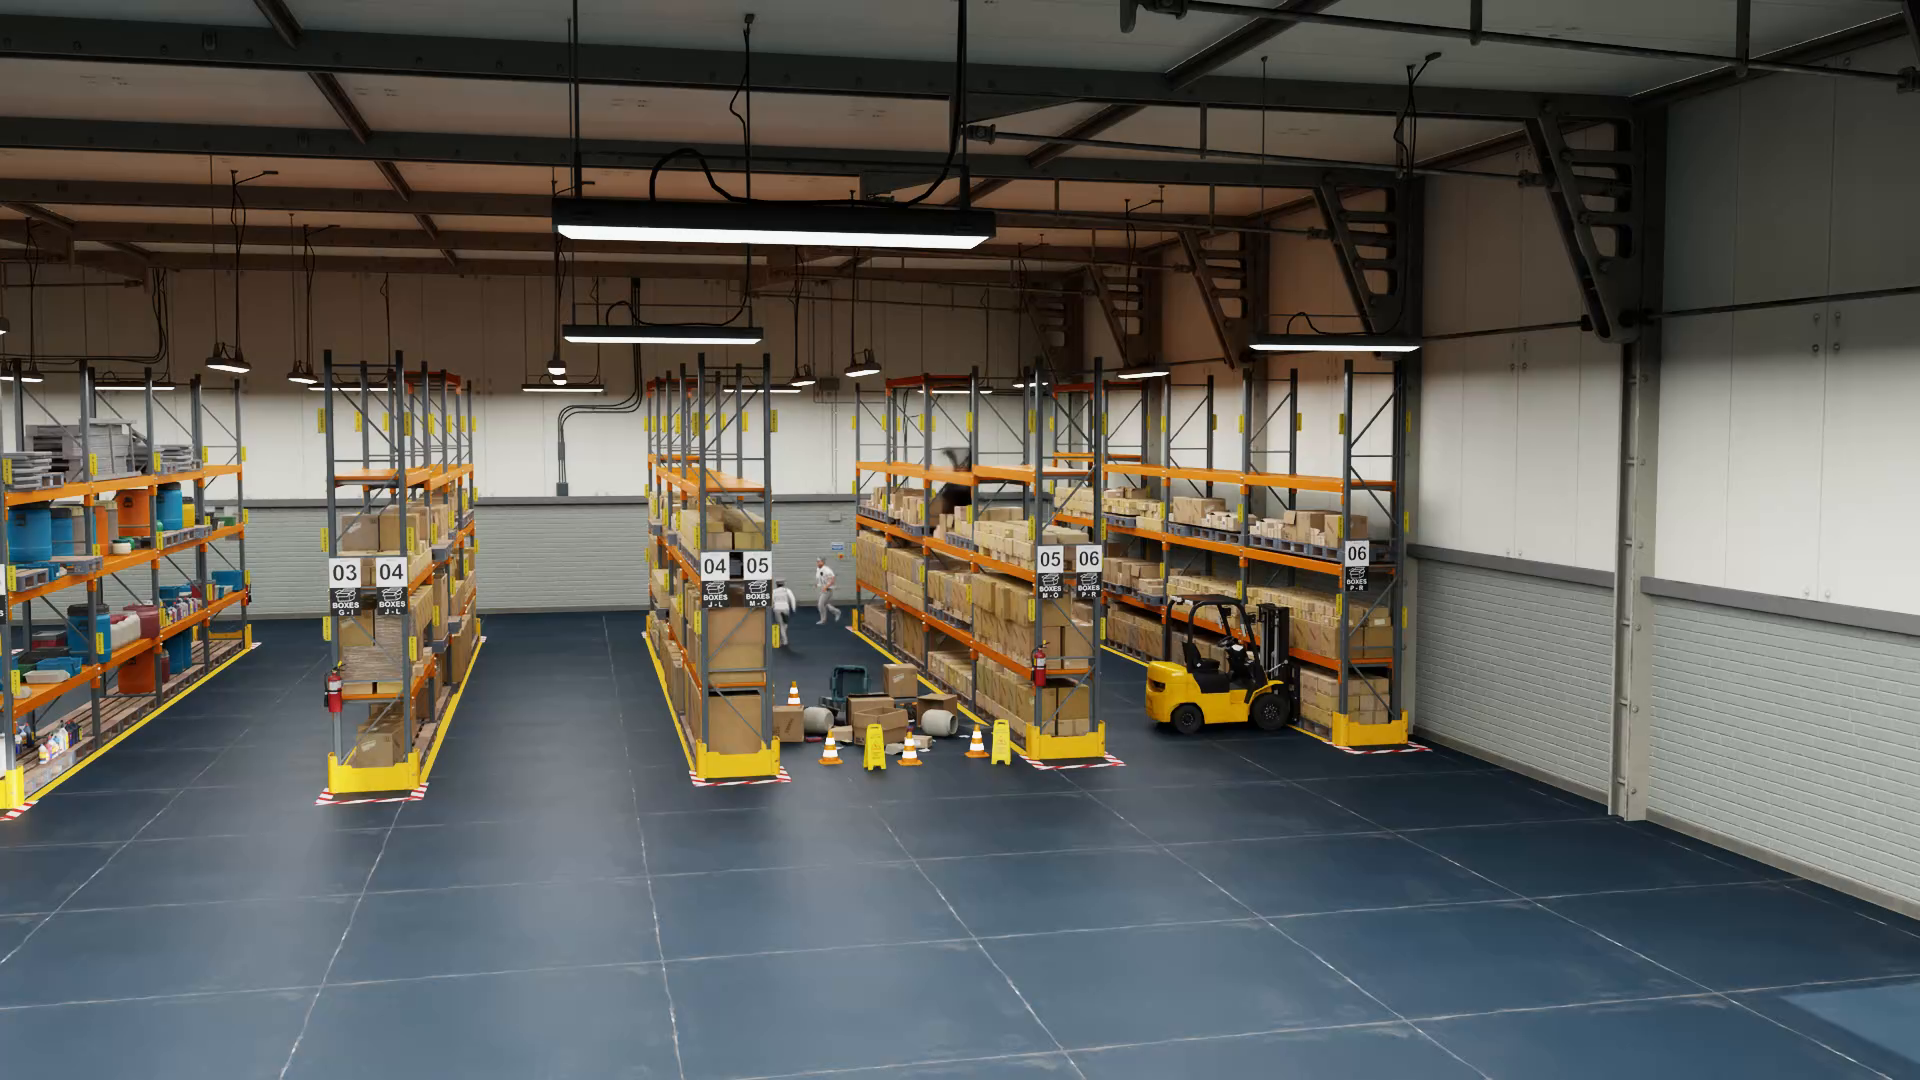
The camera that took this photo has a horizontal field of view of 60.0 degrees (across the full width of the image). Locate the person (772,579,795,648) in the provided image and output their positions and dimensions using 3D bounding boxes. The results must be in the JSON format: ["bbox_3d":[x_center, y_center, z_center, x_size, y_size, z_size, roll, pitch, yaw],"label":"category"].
[{"bbox_3d":[-3.992,1.667,37.082,0.609,1.517,1.010,0,4,-7],"label":"person"}]

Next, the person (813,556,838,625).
[{"bbox_3d":[-3.344,1.251,41.672,0.689,1.722,0.669,-2,4,-28],"label":"person"}]
